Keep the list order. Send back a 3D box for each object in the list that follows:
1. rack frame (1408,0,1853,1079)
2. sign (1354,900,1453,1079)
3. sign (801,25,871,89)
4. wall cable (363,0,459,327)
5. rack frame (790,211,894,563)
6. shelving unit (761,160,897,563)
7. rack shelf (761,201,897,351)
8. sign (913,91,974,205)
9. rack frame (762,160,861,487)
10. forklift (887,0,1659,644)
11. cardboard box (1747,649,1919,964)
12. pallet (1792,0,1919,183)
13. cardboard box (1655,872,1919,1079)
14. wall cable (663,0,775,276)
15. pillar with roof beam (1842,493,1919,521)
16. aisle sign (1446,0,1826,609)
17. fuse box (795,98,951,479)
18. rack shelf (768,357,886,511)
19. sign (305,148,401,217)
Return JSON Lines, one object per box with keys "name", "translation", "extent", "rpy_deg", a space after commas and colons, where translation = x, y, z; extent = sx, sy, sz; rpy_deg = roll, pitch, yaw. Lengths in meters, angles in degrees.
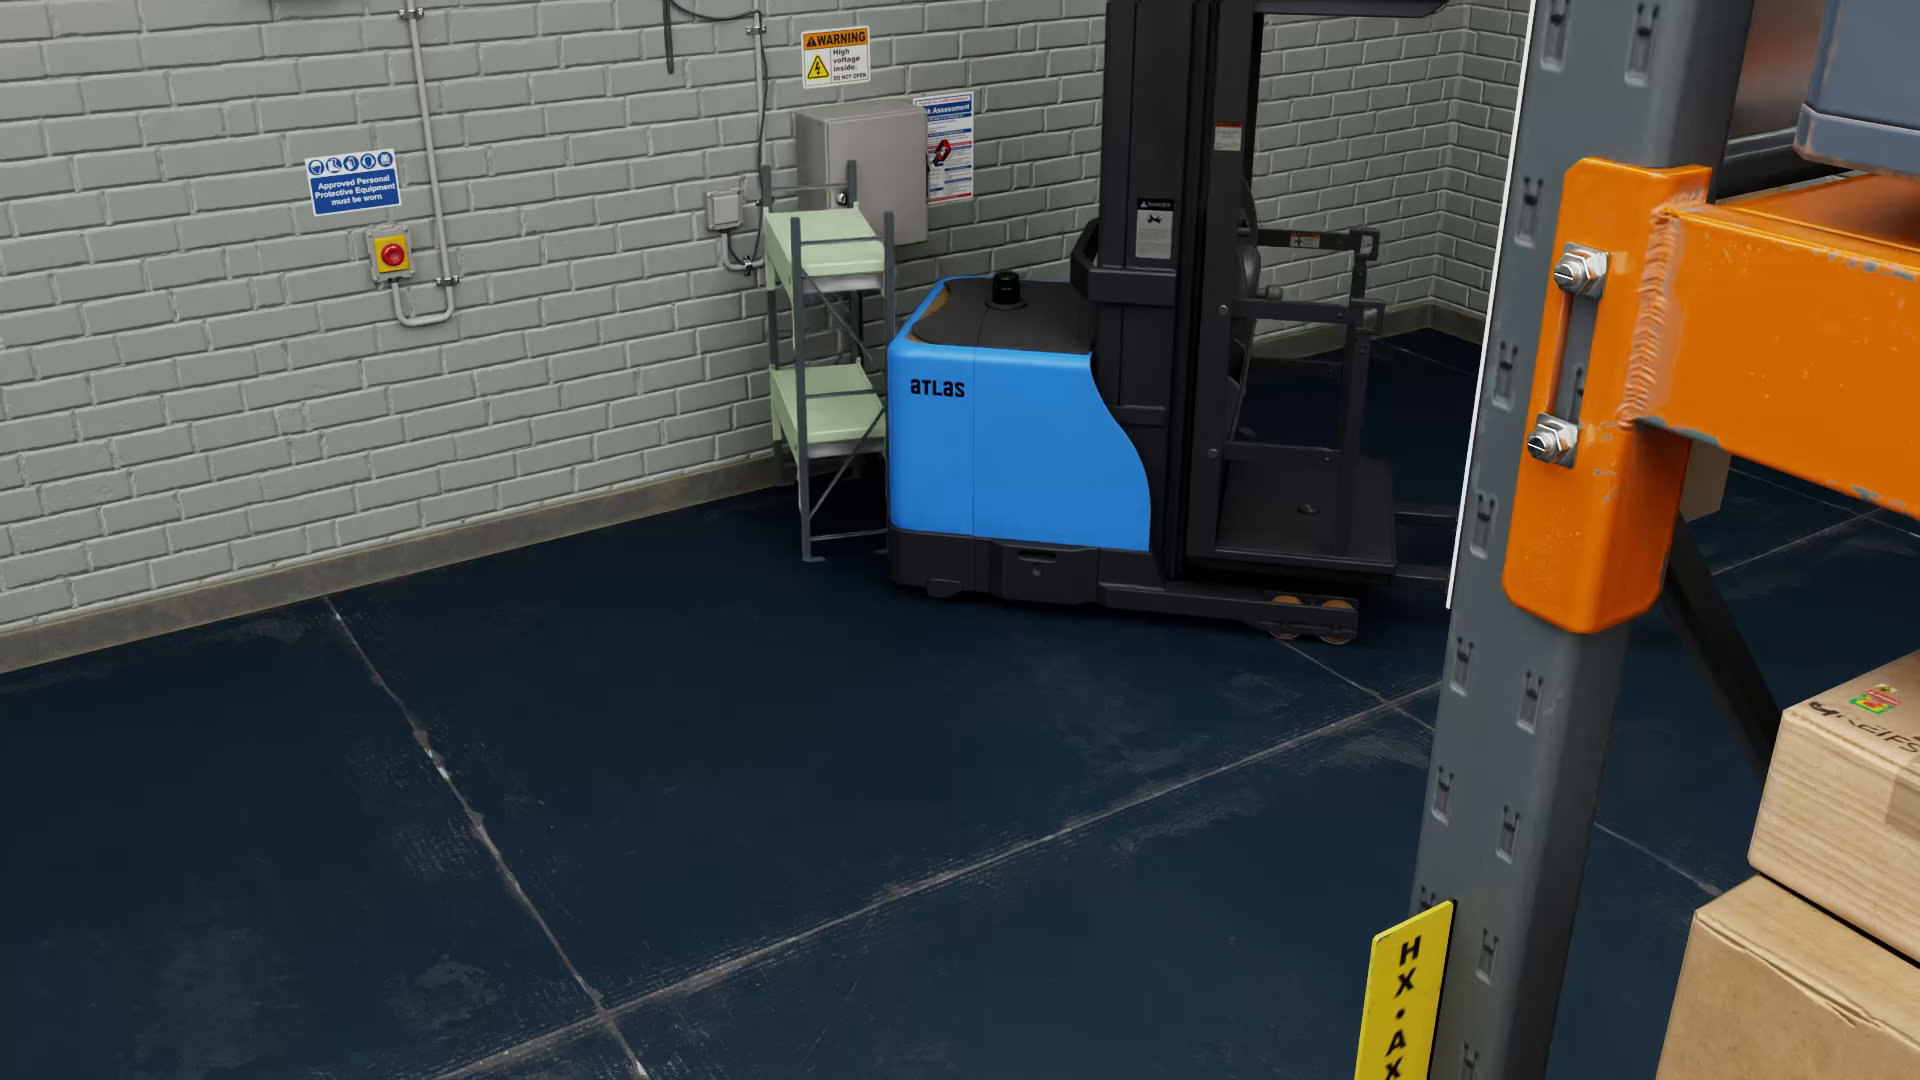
{"name": "rack frame", "translation": [0.885, 0.792, 2.058], "extent": [0.949, 2.616, 0.053], "rpy_deg": [-16, 29, -30]}
{"name": "sign", "translation": [0.414, 0.493, 1.586], "extent": [0.100, 0.325, 0.005], "rpy_deg": [-16, 29, -30]}
{"name": "sign", "translation": [-0.535, -2.091, 7.197], "extent": [0.339, 0.242, 0.001], "rpy_deg": [-16, 29, -30]}
{"name": "wall cable", "translation": [-2.215, -1.692, 6.094], "extent": [0.585, 1.953, 0.123], "rpy_deg": [-16, 29, -30]}
{"name": "rack frame", "translation": [-0.463, -0.590, 6.743], "extent": [0.400, 1.500, 0.023], "rpy_deg": [-6, 29, -13]}
{"name": "shelving unit", "translation": [-0.554, -0.760, 7.054], "extent": [0.431, 1.500, 0.755], "rpy_deg": [-6, 29, -13]}
{"name": "rack shelf", "translation": [-0.549, -1.103, 6.868], "extent": [0.431, 0.370, 0.720], "rpy_deg": [-6, 29, -13]}
{"name": "sign", "translation": [-0.075, -1.802, 7.665], "extent": [0.329, 0.494, 0.001], "rpy_deg": [-16, 29, -30]}
{"name": "rack frame", "translation": [-0.646, -0.930, 7.365], "extent": [0.400, 1.500, 0.023], "rpy_deg": [-6, 29, -13]}
{"name": "forklift", "translation": [1.277, -1.173, 6.300], "extent": [3.031, 2.935, 1.130], "rpy_deg": [5, 26, 11]}
{"name": "cardboard box", "translation": [0.844, 0.194, 1.278], "extent": [0.380, 0.149, 0.250], "rpy_deg": [-15, 29, -29]}
{"name": "pallet", "translation": [1.296, -0.261, 0.878], "extent": [1.003, 0.211, 1.213], "rpy_deg": [-16, 29, -30]}
{"name": "cardboard box", "translation": [0.906, 0.534, 1.318], "extent": [0.500, 0.500, 0.500], "rpy_deg": [-16, 30, -31]}
{"name": "wall cable", "translation": [-1.033, -2.013, 6.810], "extent": [0.588, 1.984, 0.122], "rpy_deg": [-16, 29, -30]}
{"name": "pillar with roof beam", "translation": [0.715, -3.249, 3.592], "extent": [9.100, 9.000, 0.400], "rpy_deg": [-16, 29, -30]}
{"name": "aisle sign", "translation": [0.600, -0.341, 1.413], "extent": [0.394, 0.787, 0.004], "rpy_deg": [-16, 29, -30]}
{"name": "fuse box", "translation": [-0.376, -1.073, 7.519], "extent": [0.539, 1.711, 0.414], "rpy_deg": [-16, 29, -30]}
{"name": "rack shelf", "translation": [-0.559, -0.474, 7.210], "extent": [0.431, 0.370, 0.720], "rpy_deg": [-6, 29, -13]}
{"name": "sign", "translation": [-2.289, -1.351, 6.282], "extent": [0.327, 0.218, 0.001], "rpy_deg": [-16, 29, -30]}
